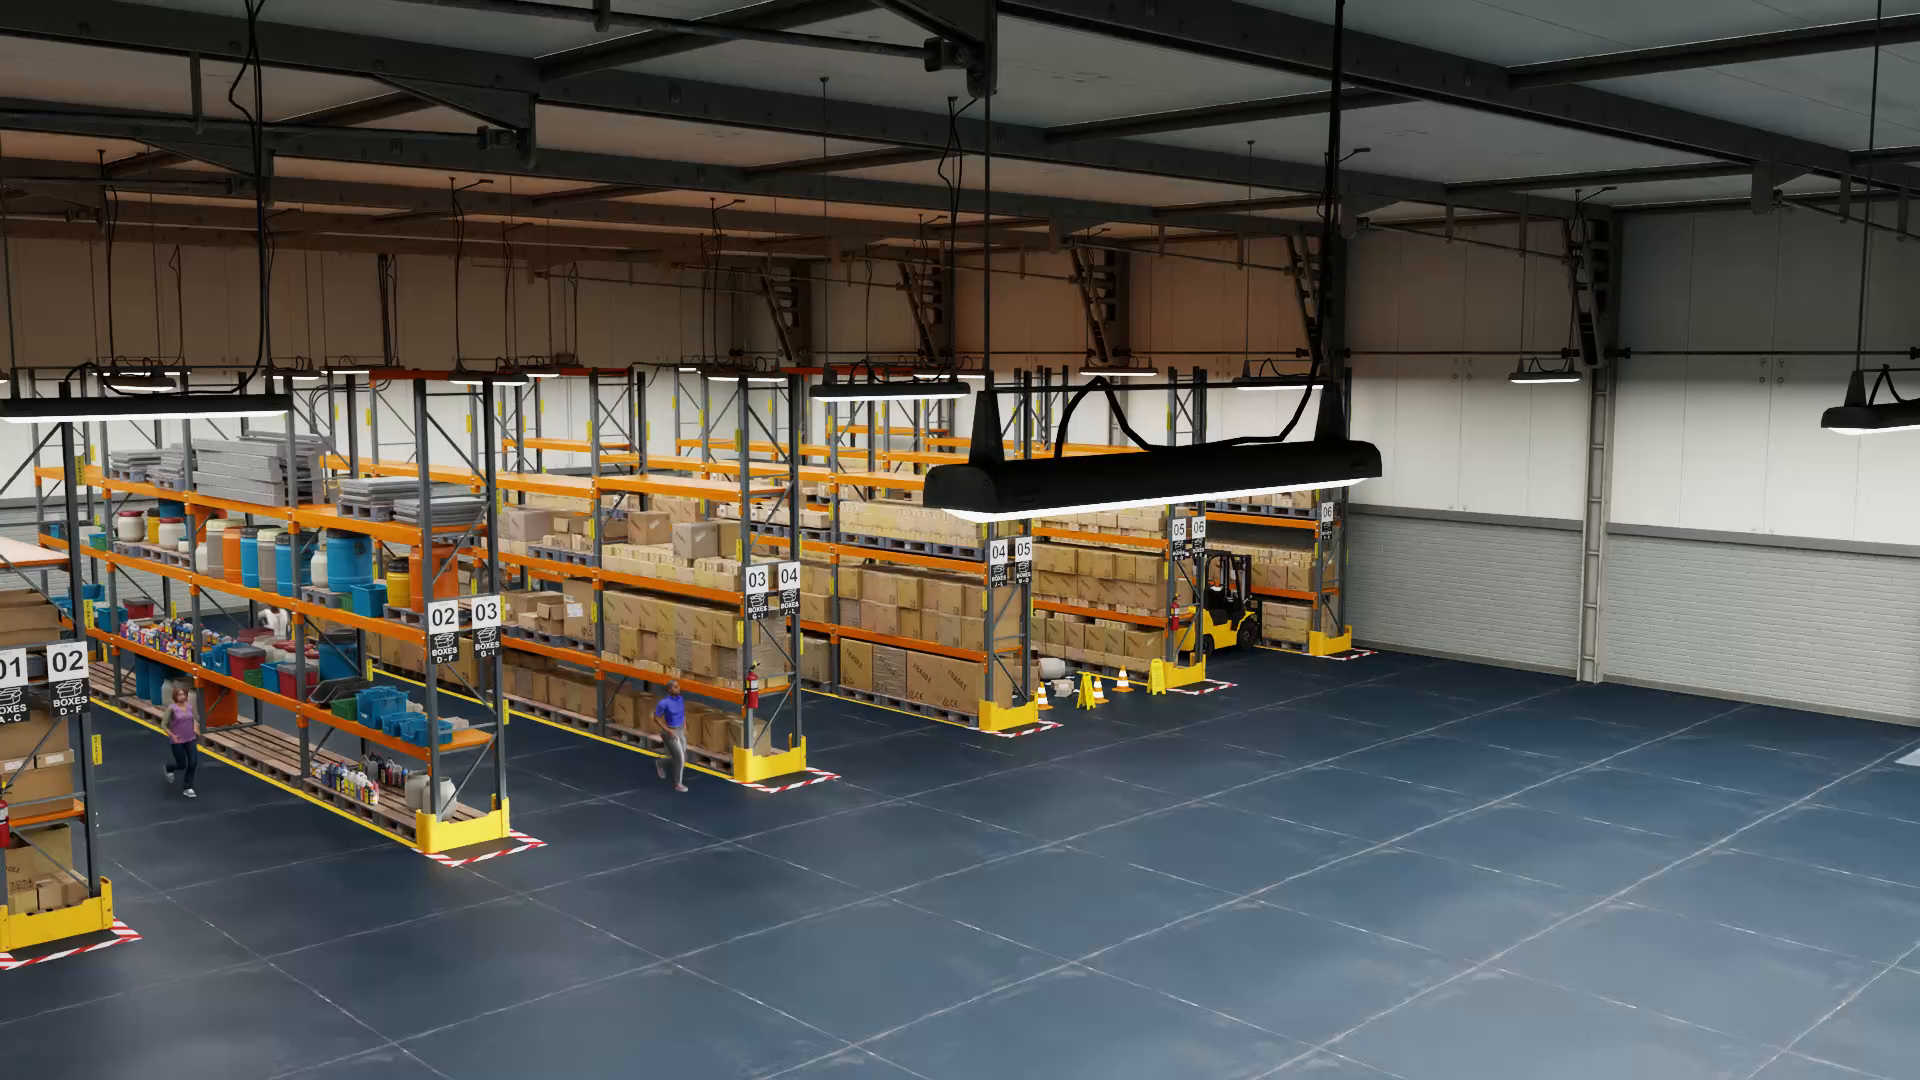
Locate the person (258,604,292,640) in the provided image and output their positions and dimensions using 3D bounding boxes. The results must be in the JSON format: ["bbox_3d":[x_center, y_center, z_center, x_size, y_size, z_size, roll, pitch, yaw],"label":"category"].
[{"bbox_3d":[-12.828,1.933,31.189,0.719,1.835,0.674,5,8,36],"label":"person"}]

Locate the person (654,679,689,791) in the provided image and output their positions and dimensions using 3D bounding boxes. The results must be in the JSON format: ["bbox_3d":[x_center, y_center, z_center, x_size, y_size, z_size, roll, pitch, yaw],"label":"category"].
[{"bbox_3d":[-4.226,2.818,24.152,0.645,1.628,0.579,4,8,31],"label":"person"}]

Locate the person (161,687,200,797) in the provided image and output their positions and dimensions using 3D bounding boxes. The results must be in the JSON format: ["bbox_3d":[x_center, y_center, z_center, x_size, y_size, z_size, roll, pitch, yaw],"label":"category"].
[{"bbox_3d":[-11.164,2.884,23.835,0.657,1.553,0.546,5,8,37],"label":"person"}]

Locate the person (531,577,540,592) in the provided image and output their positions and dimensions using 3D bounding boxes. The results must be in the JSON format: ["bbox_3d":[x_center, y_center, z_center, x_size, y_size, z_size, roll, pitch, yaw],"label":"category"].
[{"bbox_3d":[-10.734,0.817,41.534,0.610,1.644,0.855,2,7,19],"label":"person"}]
